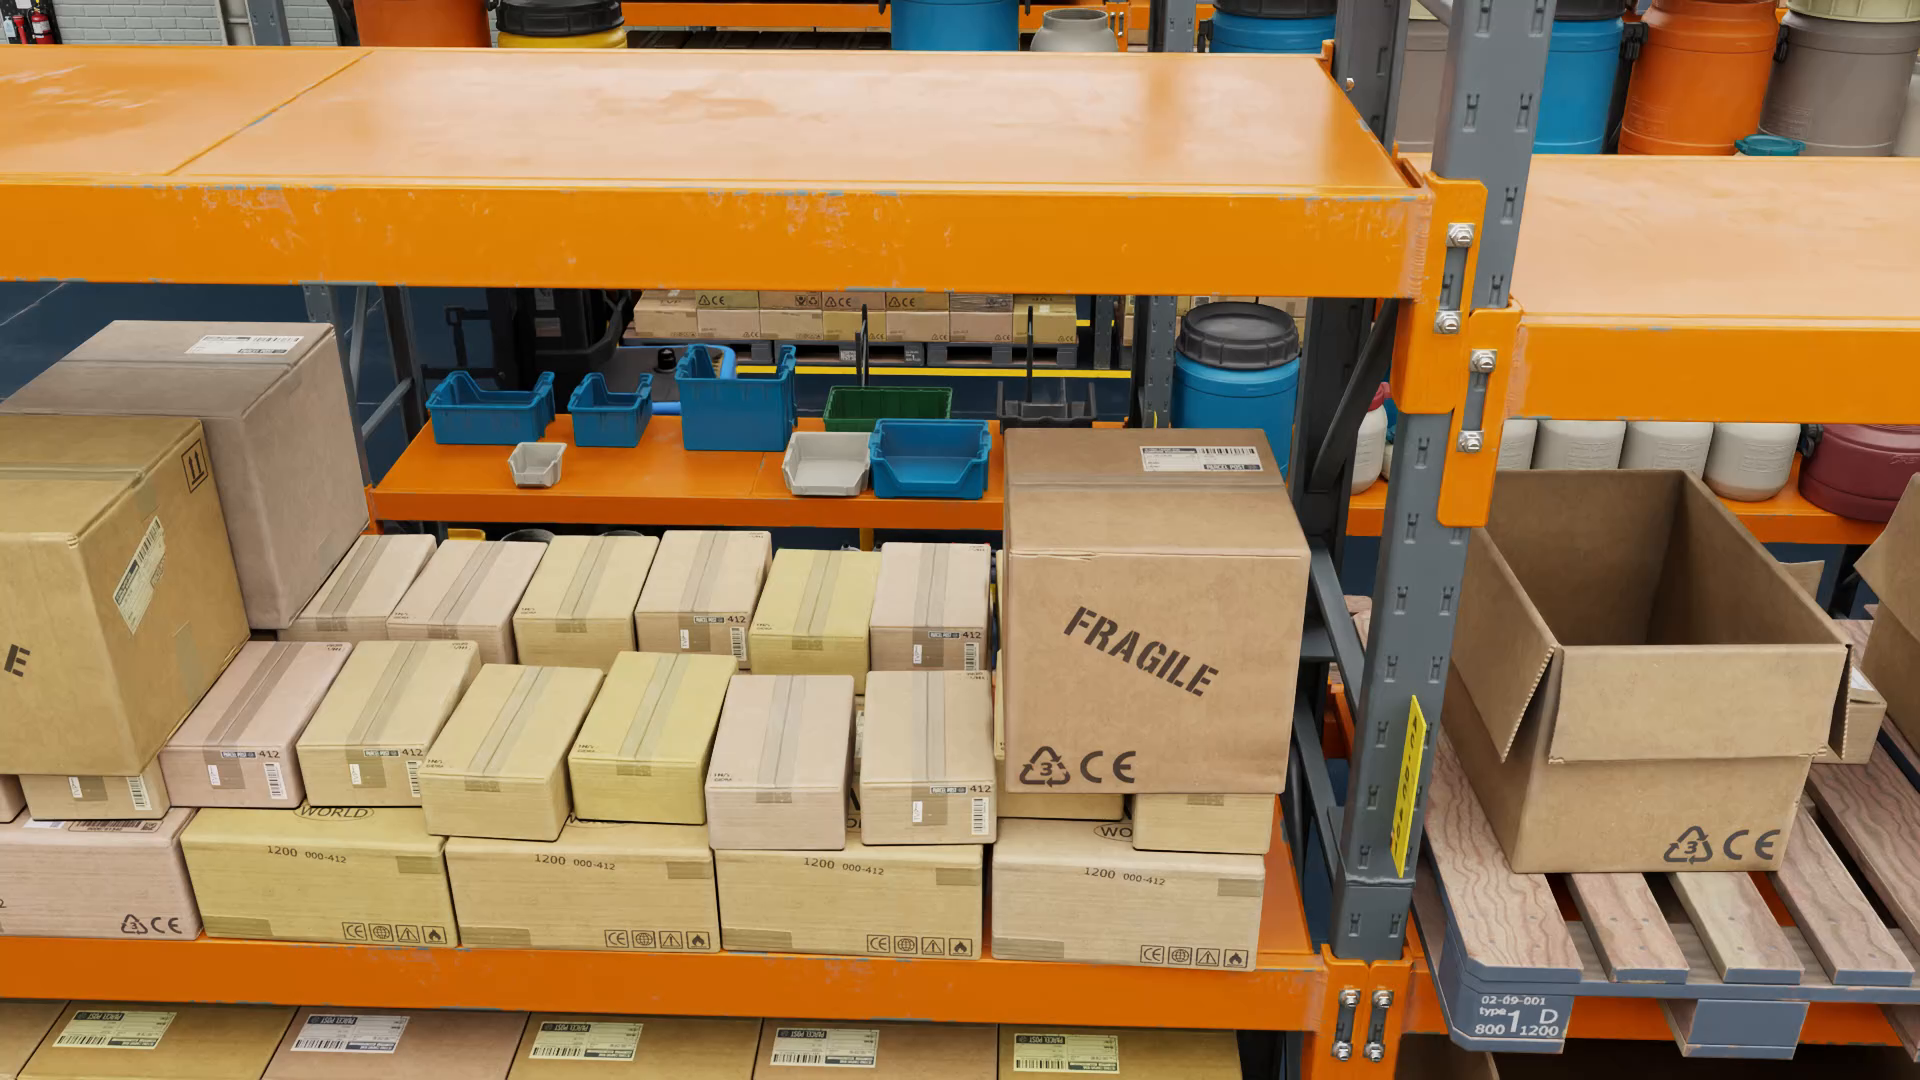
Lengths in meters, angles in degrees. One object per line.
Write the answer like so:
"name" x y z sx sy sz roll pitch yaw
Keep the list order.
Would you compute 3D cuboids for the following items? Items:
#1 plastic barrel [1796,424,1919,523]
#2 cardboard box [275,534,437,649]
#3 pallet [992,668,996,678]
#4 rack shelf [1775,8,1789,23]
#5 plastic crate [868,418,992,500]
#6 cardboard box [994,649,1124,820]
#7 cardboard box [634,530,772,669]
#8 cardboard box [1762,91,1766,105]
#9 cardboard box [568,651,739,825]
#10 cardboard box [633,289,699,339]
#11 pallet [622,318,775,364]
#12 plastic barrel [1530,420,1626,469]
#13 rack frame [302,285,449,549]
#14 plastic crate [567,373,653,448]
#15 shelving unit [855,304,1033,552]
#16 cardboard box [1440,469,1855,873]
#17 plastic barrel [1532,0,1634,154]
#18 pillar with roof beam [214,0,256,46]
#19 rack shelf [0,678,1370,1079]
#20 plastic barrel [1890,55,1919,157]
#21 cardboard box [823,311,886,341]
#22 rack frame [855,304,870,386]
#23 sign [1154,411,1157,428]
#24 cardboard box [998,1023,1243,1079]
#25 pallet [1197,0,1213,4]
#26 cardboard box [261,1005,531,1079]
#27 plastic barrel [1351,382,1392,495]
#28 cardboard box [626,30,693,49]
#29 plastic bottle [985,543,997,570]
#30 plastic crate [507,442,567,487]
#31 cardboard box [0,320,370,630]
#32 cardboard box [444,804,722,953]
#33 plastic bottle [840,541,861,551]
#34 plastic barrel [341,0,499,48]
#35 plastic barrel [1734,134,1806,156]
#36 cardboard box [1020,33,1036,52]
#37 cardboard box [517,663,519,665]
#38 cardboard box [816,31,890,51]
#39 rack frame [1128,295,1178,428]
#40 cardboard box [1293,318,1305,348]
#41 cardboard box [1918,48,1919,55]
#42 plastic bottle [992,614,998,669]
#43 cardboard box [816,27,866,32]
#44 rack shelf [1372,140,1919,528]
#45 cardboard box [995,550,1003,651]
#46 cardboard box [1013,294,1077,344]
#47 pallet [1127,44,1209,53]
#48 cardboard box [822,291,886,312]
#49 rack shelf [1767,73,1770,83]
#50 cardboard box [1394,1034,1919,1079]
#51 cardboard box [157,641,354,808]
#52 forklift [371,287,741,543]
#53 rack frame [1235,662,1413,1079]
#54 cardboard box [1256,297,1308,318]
"plastic barrel" 4.490 -0.447 8.171 0.708 0.536 0.600 1 28 2
"cardboard box" -1.345 0.139 3.742 0.250 0.149 0.380 0 28 -1
"pallet" 0.297 0.614 9.292 1.213 0.211 1.003 1 28 2
"rack shelf" 7.142 -3.814 12.233 4.000 0.370 1.077 1 28 2
"plastic crate" -0.149 -0.413 8.411 0.616 0.251 0.499 1 28 2
"cardboard box" 0.193 0.378 3.291 0.250 0.149 0.380 1 28 2
"cardboard box" -0.571 0.130 3.759 0.250 0.149 0.380 0 28 1
"cardboard box" 8.657 -4.278 17.390 0.750 0.750 0.750 1 28 2
"cardboard box" -0.593 0.383 3.281 0.250 0.149 0.380 2 28 4
"cardboard box" -2.324 -1.830 13.412 0.500 0.250 0.500 1 28 2
"pallet" -2.086 -1.747 13.746 1.213 0.211 1.003 1 28 2
"plastic barrel" 3.081 -0.510 8.289 0.433 0.535 0.433 0 28 0
"rack frame" -3.031 -0.654 8.706 0.127 3.000 1.000 1 28 2
"plastic crate" -1.871 -0.706 8.964 0.408 0.251 0.499 1 28 2
"shelving unit" -0.076 -0.664 10.327 1.083 1.500 0.587 1 28 2
"cardboard box" 1.258 0.229 3.280 0.637 0.503 0.797 0 28 -1
"plastic barrel" 2.790 -2.206 7.896 0.708 0.901 0.600 1 28 2
"pillar with roof beam" -8.099 -6.419 13.176 0.400 9.000 9.100 1 28 2
"rack shelf" -1.207 0.690 3.736 4.000 0.370 1.077 1 28 2
"plastic barrel" 4.665 -2.045 8.008 0.421 0.512 0.421 0 28 0
"cardboard box" -0.825 -1.804 13.364 0.500 0.250 0.500 1 28 2
"rack frame" -0.593 -0.672 10.343 0.032 1.500 0.500 1 28 2
"sign" 0.936 -0.452 8.031 0.005 0.325 0.100 1 28 2
"cardboard box" 0.333 1.235 3.651 0.500 0.500 0.500 1 28 2
"pallet" 2.027 -4.138 12.281 1.217 0.209 0.805 0 28 0
"cardboard box" -1.166 1.209 3.701 0.500 0.500 0.500 1 28 2
"plastic barrel" 1.915 -0.529 8.326 0.433 0.535 0.433 0 28 0
"cardboard box" -2.333 -3.575 12.725 0.500 0.500 0.700 1 28 2
"plastic bottle" 0.175 0.181 9.490 0.185 0.351 0.144 2 28 3
"plastic crate" -2.148 -0.372 8.455 0.250 0.136 0.298 1 28 2
"cardboard box" -1.647 -0.150 3.595 0.500 0.500 0.500 1 28 2
"cardboard box" -0.704 0.567 3.361 0.500 0.250 0.500 1 28 1
"plastic bottle" -0.625 0.168 9.515 0.185 0.351 0.144 2 28 4
"plastic barrel" -2.541 -2.406 7.901 0.708 0.830 0.600 1 28 2
"plastic barrel" 3.685 -1.697 7.620 0.301 0.262 0.301 0 28 0
"cardboard box" 0.702 -3.528 12.636 0.500 0.500 0.700 1 28 2
"cardboard box" -1.201 0.320 3.827 0.500 0.250 0.500 0 28 1
"cardboard box" -0.803 -3.553 12.682 0.500 0.500 0.700 1 28 2
"rack frame" 0.967 -0.587 8.581 0.127 3.000 1.000 1 28 2
"cardboard box" 2.568 -1.738 13.238 0.500 0.250 0.500 0 28 0
"cardboard box" 9.853 -5.208 16.978 0.700 0.700 0.980 1 28 3
"plastic bottle" 0.121 0.510 8.870 0.185 0.351 0.144 0 28 -1
"cardboard box" -1.205 -5.392 16.982 0.500 0.500 0.500 0 28 0
"rack shelf" 2.791 -0.392 3.002 4.000 0.370 1.077 1 28 2
"cardboard box" 0.210 0.174 3.677 0.250 0.149 0.380 0 28 -1
"cardboard box" 0.674 -1.782 13.322 0.500 0.250 0.500 1 28 2
"pallet" 2.075 -5.059 17.221 1.213 0.211 1.003 1 28 2
"cardboard box" -0.825 -2.135 13.187 0.500 0.500 0.500 1 28 2
"rack shelf" 7.313 -4.808 17.310 4.000 0.370 1.077 1 28 2
"cardboard box" 1.581 1.359 3.820 1.000 1.000 1.000 1 28 2
"cardboard box" -1.389 0.362 3.321 0.250 0.149 0.380 1 28 1
"forklift" -2.930 -1.356 10.105 3.031 2.935 1.130 -1 28 -2
"rack frame" 0.792 1.731 4.208 0.127 3.000 1.000 1 28 2
"cardboard box" 2.567 -1.982 13.101 0.500 0.311 0.500 0 28 0
